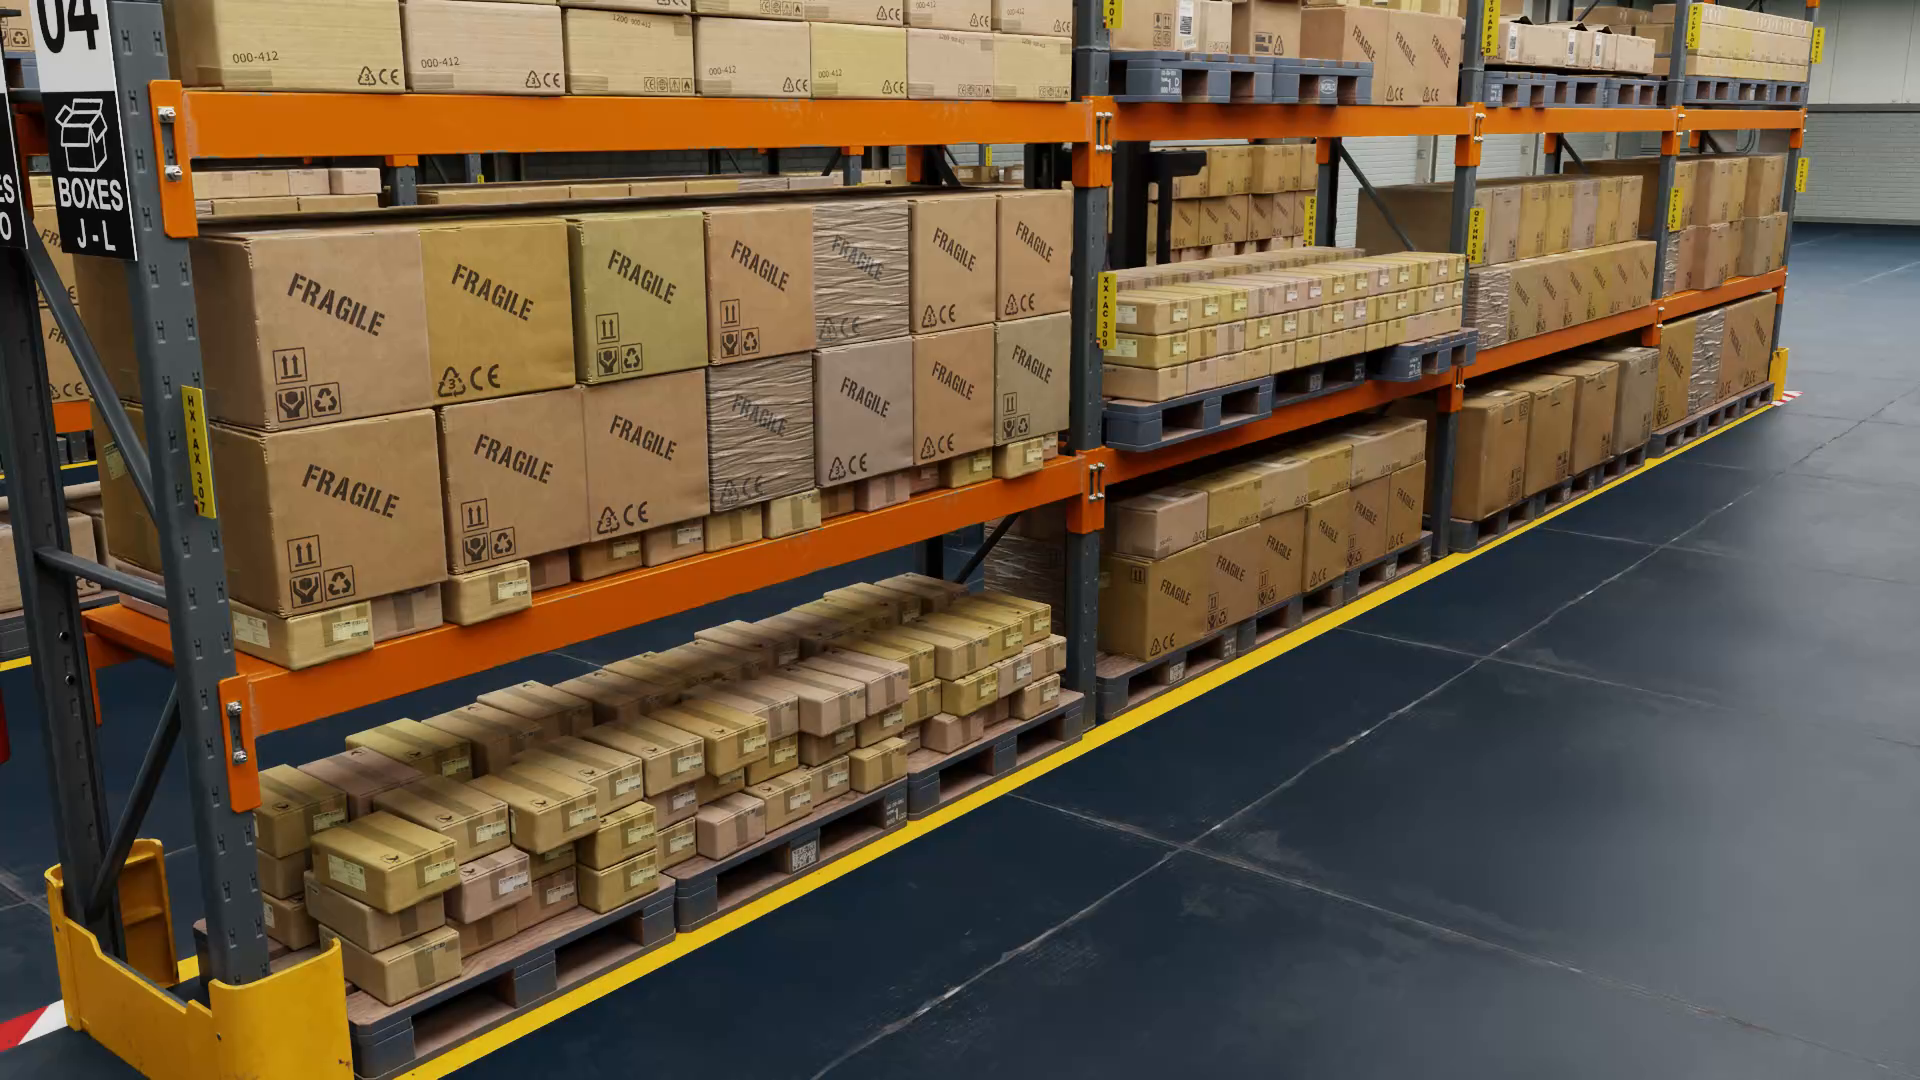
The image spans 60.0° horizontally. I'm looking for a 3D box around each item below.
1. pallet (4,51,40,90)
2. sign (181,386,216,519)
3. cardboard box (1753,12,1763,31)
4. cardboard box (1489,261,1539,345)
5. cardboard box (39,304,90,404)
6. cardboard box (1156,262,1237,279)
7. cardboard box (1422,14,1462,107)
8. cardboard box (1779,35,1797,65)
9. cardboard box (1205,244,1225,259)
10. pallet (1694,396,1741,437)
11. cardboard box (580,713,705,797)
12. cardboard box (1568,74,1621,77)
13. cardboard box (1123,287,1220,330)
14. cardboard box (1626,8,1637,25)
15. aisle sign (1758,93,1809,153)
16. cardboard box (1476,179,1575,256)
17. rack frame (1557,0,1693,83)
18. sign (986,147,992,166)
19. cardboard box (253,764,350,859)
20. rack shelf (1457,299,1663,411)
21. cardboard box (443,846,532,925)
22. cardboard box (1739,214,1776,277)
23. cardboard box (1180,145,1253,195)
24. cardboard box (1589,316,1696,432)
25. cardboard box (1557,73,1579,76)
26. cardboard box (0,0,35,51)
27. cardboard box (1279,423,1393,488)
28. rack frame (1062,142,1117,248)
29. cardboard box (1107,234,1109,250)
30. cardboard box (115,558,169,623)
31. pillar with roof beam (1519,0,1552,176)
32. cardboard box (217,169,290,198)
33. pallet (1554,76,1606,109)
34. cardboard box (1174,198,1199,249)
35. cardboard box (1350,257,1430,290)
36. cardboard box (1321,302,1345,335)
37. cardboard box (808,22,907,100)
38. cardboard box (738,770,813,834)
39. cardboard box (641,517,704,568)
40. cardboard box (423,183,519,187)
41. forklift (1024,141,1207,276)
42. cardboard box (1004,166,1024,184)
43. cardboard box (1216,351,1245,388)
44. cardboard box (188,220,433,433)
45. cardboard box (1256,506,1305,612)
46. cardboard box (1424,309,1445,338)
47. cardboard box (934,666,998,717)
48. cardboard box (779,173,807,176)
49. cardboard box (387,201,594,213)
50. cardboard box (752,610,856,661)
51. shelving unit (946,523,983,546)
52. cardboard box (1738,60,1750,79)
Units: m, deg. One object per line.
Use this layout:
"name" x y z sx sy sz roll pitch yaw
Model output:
"pallet" -5.003 -2.418 8.635 1.003 0.211 1.213 11 18 38
"sign" -1.892 -0.217 4.128 0.100 0.325 0.005 11 18 38
"cardboard box" 6.678 -4.459 14.325 0.380 0.149 0.250 11 18 37
"cardboard box" 3.524 -1.604 11.143 0.500 0.500 0.500 11 18 37
"cardboard box" -4.771 -1.019 8.838 0.500 0.500 0.500 12 19 39
"cardboard box" 1.289 -1.426 9.094 0.380 0.149 0.250 11 18 37
"cardboard box" 2.553 -2.767 9.629 0.500 0.500 0.500 11 18 38
"cardboard box" 7.337 -4.491 15.260 0.500 0.250 0.500 11 18 38
"cardboard box" 2.573 -3.059 17.582 0.380 0.149 0.250 11 18 38
"pallet" 6.533 -1.196 15.404 1.003 0.211 1.213 11 18 38
"cardboard box" -1.109 0.749 5.813 0.380 0.149 0.250 12 19 40
"cardboard box" 5.209 -3.883 13.679 0.380 0.149 0.250 11 18 37
"cardboard box" 0.976 -1.077 7.717 0.380 0.149 0.250 12 18 39
"cardboard box" 5.369 -4.318 13.771 0.380 0.149 0.250 11 18 37
"aisle sign" 8.020 -4.173 16.178 0.394 0.787 0.004 11 18 38
"cardboard box" 3.963 -2.325 11.949 0.700 0.500 0.500 11 18 37
"rack frame" 5.228 -5.087 12.873 1.000 3.000 0.127 11 18 38
"sign" 0.379 -5.049 22.074 0.100 0.325 0.005 11 18 38
"cardboard box" -2.178 0.868 5.345 0.380 0.149 0.250 12 18 38
"rack shelf" 3.971 -1.448 12.192 1.077 0.370 4.000 11 18 38
"cardboard box" -1.569 1.048 5.239 0.380 0.149 0.250 11 18 37
"cardboard box" 7.216 -2.832 15.873 0.875 0.550 0.550 11 18 38
"cardboard box" 2.691 -3.955 17.760 0.700 0.500 0.500 11 18 37
"cardboard box" 5.678 -1.463 14.253 0.875 0.875 0.875 12 18 38
"cardboard box" 4.655 -3.744 12.892 0.258 0.266 0.396 11 18 37
"cardboard box" -4.844 -2.746 8.487 0.500 0.500 0.500 12 18 38
"cardboard box" 2.179 -0.499 9.697 0.500 0.250 0.500 12 18 38
"rack frame" 1.315 -2.926 16.551 1.000 3.000 0.127 11 18 38
"cardboard box" 1.206 -2.867 15.974 0.380 0.149 0.250 12 18 38
"cardboard box" -2.329 0.134 5.014 0.380 0.149 0.250 11 18 38
"pillar with roof beam" 17.260 -11.304 37.343 9.100 9.000 0.400 11 18 38
"cardboard box" -4.074 -2.054 9.564 0.380 0.149 0.250 11 18 38
"pallet" 3.778 -3.122 11.613 1.003 0.211 1.213 12 19 40
"cardboard box" 2.105 -3.260 17.056 0.500 0.500 0.500 11 18 37
"cardboard box" 2.439 -1.521 9.468 0.380 0.149 0.250 12 19 39
"cardboard box" 1.787 -1.178 8.720 0.380 0.149 0.250 11 18 36
"cardboard box" -0.540 -1.702 5.943 0.500 0.250 0.500 11 18 37
"cardboard box" -0.774 0.947 6.239 0.380 0.149 0.250 11 18 38
"cardboard box" -1.094 -0.032 5.665 0.380 0.149 0.250 11 18 36
"cardboard box" -3.309 -2.152 11.269 0.500 0.500 0.500 12 18 39
"forklift" 1.179 -1.911 12.693 1.130 2.935 3.031 8 16 30
"cardboard box" 0.623 -3.324 15.136 0.380 0.149 0.250 10 18 35
"cardboard box" 1.135 -0.835 7.975 0.380 0.149 0.250 11 18 38
"cardboard box" -1.825 -0.604 4.570 0.500 0.500 0.500 11 18 37
"cardboard box" 1.521 0.056 9.035 0.500 0.500 0.500 12 18 38
"cardboard box" 2.604 -1.283 9.737 0.380 0.149 0.250 11 18 37
"cardboard box" -0.066 0.604 6.988 0.380 0.149 0.250 10 18 36
"cardboard box" -2.037 -4.283 19.765 0.380 0.149 0.250 12 18 38
"cardboard box" -1.581 -0.883 5.669 0.500 0.500 0.500 12 19 40
"cardboard box" -0.664 0.429 7.070 0.380 0.149 0.250 11 18 36
"shelving unit" -0.005 -0.435 11.006 0.258 0.900 0.210 11 18 38
"cardboard box" 6.520 -4.025 14.238 0.380 0.149 0.250 11 18 38
